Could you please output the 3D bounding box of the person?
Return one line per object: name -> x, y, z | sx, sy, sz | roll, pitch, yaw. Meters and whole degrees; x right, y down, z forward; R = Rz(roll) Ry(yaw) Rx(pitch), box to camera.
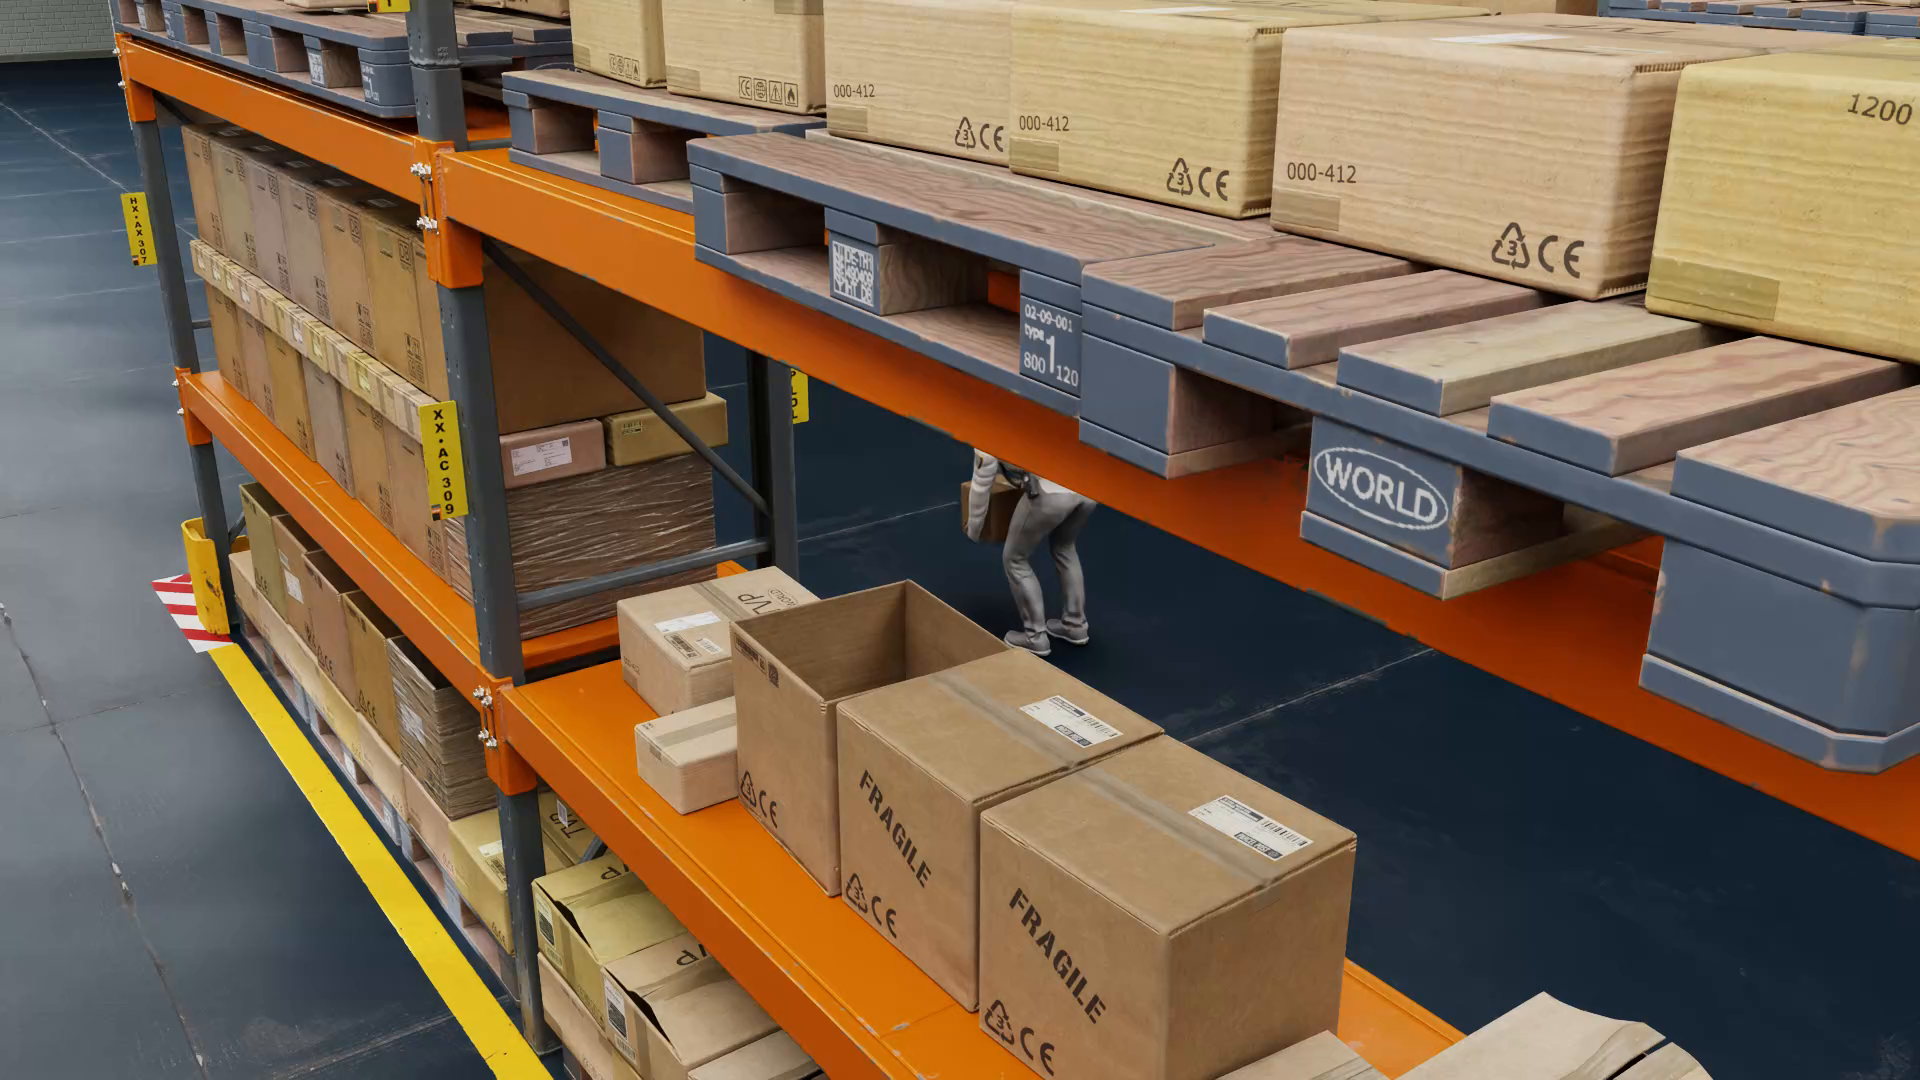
person -> 0.298, -0.156, 7.992 | 0.424, 1.295, 0.879 | -16, 26, -35
